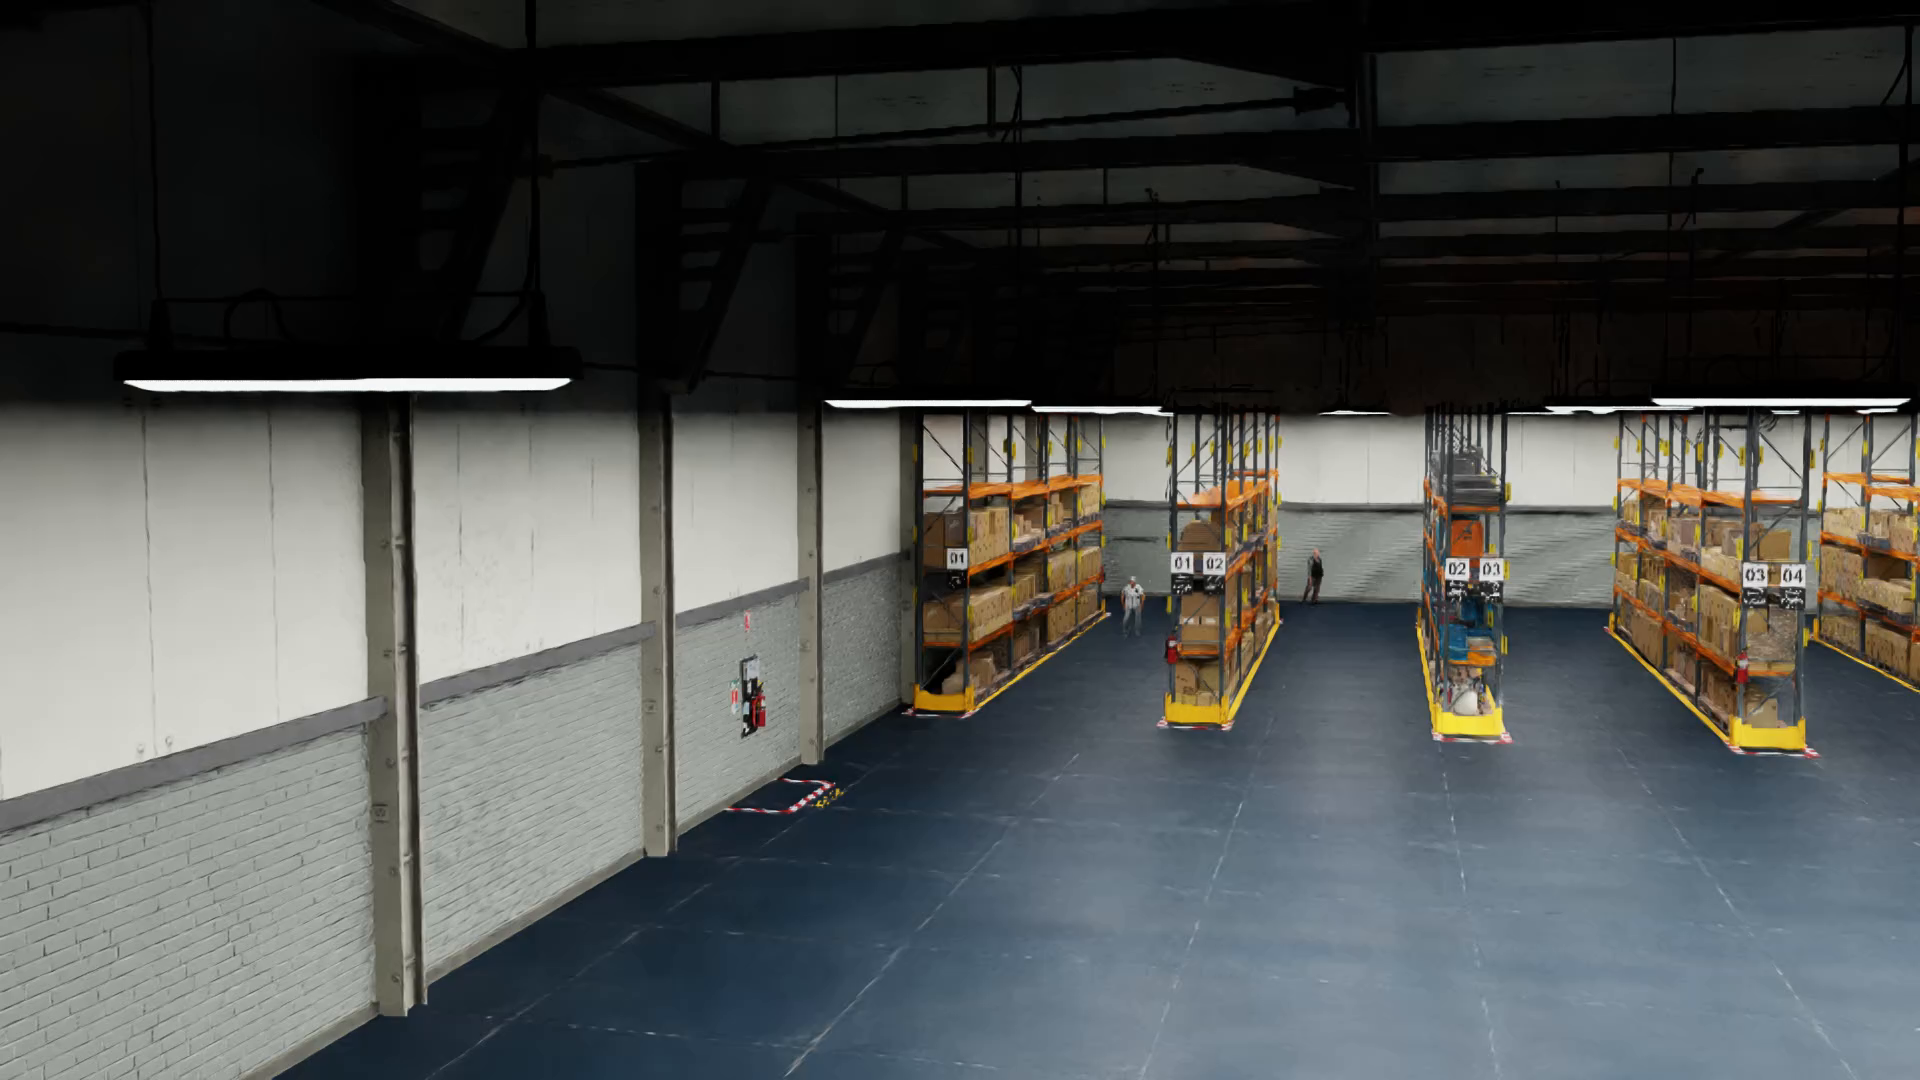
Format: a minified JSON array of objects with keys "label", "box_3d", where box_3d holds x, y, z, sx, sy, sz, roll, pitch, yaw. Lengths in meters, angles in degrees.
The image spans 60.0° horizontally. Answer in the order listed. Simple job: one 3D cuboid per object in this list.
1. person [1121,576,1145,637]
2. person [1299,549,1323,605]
[{"label":"person","box_3d":[4.496,1.732,43.276,0.625,1.611,0.582,1,4,11]},{"label":"person","box_3d":[10.731,1.118,50.832,0.722,1.712,0.518,-2,5,-29]}]
